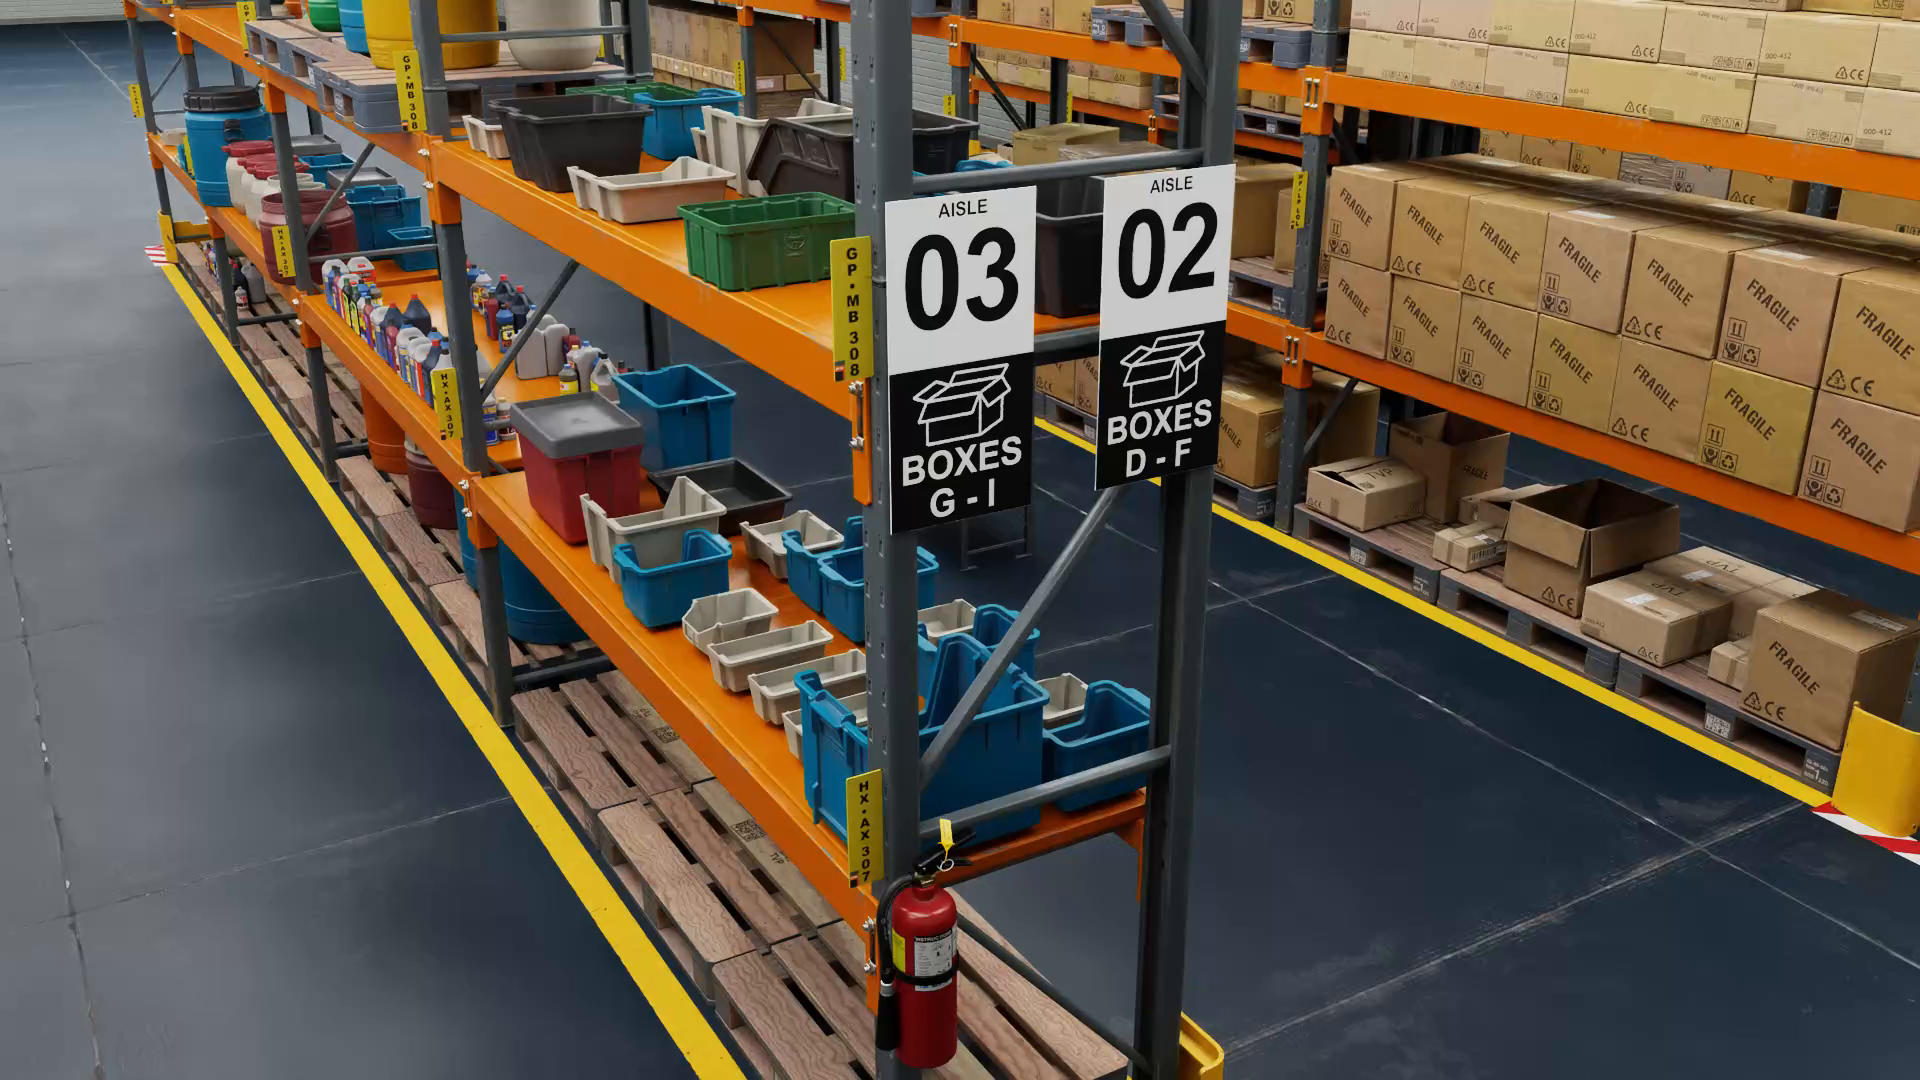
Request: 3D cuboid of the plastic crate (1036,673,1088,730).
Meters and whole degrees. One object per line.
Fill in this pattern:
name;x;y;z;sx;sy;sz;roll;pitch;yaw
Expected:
plastic crate;0.285;0.541;5.268;0.250;0.136;0.298;-13;25;-28

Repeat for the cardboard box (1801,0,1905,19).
cardboard box;4.022;-2.483;6.991;0.700;0.500;0.500;-13;25;-28

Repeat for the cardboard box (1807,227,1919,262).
cardboard box;4.208;-1.114;7.608;0.500;0.500;0.500;-12;25;-28

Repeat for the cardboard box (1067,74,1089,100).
cardboard box;1.588;-5.438;19.880;0.500;0.250;0.500;-13;25;-29

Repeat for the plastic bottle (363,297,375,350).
plastic bottle;-3.371;-1.241;9.537;0.061;0.283;0.133;-13;25;-28

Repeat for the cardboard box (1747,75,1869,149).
cardboard box;3.746;-1.842;7.075;0.500;0.250;0.500;-13;25;-28

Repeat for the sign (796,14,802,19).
sign;-2.822;-9.280;29.112;0.001;0.329;0.234;-13;25;-28

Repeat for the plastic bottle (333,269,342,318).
plastic bottle;-3.794;-1.509;10.195;0.061;0.283;0.133;-13;25;-28

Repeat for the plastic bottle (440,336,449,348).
plastic bottle;-2.717;-0.946;8.827;0.097;0.271;0.097;0;22;0

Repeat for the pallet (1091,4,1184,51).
pallet;1.633;-3.399;10.957;1.213;0.211;1.003;-13;25;-28

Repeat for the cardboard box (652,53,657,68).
cardboard box;-3.286;-5.352;18.501;0.380;0.149;0.250;-13;26;-29

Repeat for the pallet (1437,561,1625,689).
pallet;3.415;0.373;9.114;1.003;0.211;1.213;-13;25;-28

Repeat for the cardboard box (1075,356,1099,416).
cardboard box;1.177;-1.176;11.956;0.500;0.500;0.500;-14;26;-30

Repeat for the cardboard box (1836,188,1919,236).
cardboard box;6.958;-2.451;11.960;0.980;0.700;0.700;-12;25;-27

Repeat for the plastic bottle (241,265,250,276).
plastic bottle;-6.469;-2.369;15.189;0.152;0.276;0.135;-13;25;-28

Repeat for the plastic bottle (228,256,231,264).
plastic bottle;-6.749;-2.472;15.342;0.144;0.351;0.185;-13;25;-29

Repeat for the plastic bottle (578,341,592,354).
plastic bottle;-1.954;-0.910;8.738;0.097;0.271;0.097;0;22;0

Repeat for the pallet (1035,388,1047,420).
pallet;0.744;-1.291;13.208;1.003;0.211;1.213;-13;25;-28

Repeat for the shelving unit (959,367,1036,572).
shelving unit;-0.044;-0.722;10.097;0.538;1.500;1.048;-13;25;-28

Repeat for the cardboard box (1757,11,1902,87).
cardboard box;3.744;-2.073;6.980;0.500;0.250;0.500;-13;25;-28

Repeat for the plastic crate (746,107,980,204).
plastic crate;-0.323;-1.199;5.376;0.504;0.338;0.767;-13;25;-28

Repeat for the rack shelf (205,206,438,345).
rack shelf;-4.887;-2.194;12.682;1.077;0.370;4.000;-13;25;-28

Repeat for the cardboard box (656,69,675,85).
cardboard box;-2.943;-4.983;18.456;0.700;0.500;0.500;-12;25;-28

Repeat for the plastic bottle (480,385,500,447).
plastic bottle;-2.302;-0.593;7.953;0.152;0.276;0.135;-13;25;-28

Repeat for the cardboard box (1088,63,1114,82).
cardboard box;1.841;-5.622;19.336;0.500;0.500;0.500;-13;25;-29

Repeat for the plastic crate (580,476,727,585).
plastic crate;-1.201;-0.029;6.476;0.437;0.282;0.530;-13;25;-28

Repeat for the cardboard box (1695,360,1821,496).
cardboard box;3.750;-0.548;7.544;0.500;0.500;0.500;-12;25;-28

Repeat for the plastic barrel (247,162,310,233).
plastic barrel;-5.013;-2.509;12.319;0.433;0.535;0.433;0;22;0

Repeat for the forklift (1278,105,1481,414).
forklift;3.296;-2.815;13.344;1.130;2.935;3.031;-12;25;-27

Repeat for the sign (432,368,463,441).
sign;-2.296;-0.609;7.457;0.100;0.325;0.005;-13;25;-28

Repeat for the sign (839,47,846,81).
sign;-1.187;-4.734;16.542;0.100;0.325;0.005;-13;25;-28

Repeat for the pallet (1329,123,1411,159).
pallet;4.196;-3.907;16.195;1.213;0.211;1.003;-13;25;-28

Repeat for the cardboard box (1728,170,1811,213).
cardboard box;6.242;-2.785;12.626;0.500;0.500;0.500;-13;26;-29

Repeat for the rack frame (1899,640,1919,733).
rack frame;4.481;-0.242;6.924;1.000;3.000;0.127;-13;25;-28

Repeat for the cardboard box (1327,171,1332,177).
cardboard box;4.002;-3.599;16.921;0.500;0.250;0.500;-12;25;-27

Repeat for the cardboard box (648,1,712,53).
cardboard box;-3.164;-5.729;18.567;0.700;0.500;0.500;-13;26;-30

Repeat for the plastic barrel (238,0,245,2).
plastic barrel;-5.462;-4.674;13.178;0.600;0.901;0.708;-13;25;-28

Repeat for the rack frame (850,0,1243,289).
rack frame;0.221;-2.070;3.453;1.000;3.000;0.127;-13;25;-28

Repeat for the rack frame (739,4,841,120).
rack frame;-1.649;-4.127;16.481;1.000;3.000;0.127;-13;25;-28

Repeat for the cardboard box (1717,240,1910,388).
cardboard box;3.759;-1.006;7.343;0.500;0.500;0.500;-12;25;-27

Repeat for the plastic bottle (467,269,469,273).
plastic bottle;-3.131;-1.624;10.587;0.097;0.201;0.097;0;22;0

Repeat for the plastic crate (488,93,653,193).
plastic crate;-1.423;-1.460;6.109;0.497;0.269;0.590;-13;25;-28

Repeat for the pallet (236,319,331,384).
pallet;-5.474;-1.637;14.058;1.003;0.211;1.213;-13;25;-28

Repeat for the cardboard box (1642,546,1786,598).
cardboard box;3.937;0.274;8.722;0.500;0.250;0.500;-13;25;-28

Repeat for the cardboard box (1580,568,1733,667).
cardboard box;3.532;0.386;8.446;0.500;0.250;0.500;-13;25;-28

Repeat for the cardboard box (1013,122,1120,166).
cardboard box;0.813;-2.891;12.749;0.500;0.500;0.700;17;28;36

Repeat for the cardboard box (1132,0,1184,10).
cardboard box;1.560;-3.822;10.925;0.600;0.600;0.600;-14;26;-30

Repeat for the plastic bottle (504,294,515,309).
plastic bottle;-2.598;-1.293;9.663;0.061;0.283;0.133;-13;25;-28

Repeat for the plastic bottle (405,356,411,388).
plastic bottle;-2.897;-0.916;8.846;0.097;0.201;0.097;0;22;0

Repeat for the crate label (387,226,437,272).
crate label;-3.759;-2.011;11.498;0.303;0.233;0.416;-13;25;-28

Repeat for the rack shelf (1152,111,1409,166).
rack shelf;3.630;-4.100;17.370;1.077;0.370;4.000;-13;25;-28

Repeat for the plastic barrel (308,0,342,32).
plastic barrel;-3.522;-3.005;9.387;0.294;0.245;0.294;0;22;0

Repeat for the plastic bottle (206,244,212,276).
plastic bottle;-7.194;-2.692;15.974;0.061;0.283;0.133;-12;25;-27

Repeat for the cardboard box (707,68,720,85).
cardboard box;-2.367;-4.770;17.069;0.380;0.149;0.250;-13;25;-28
